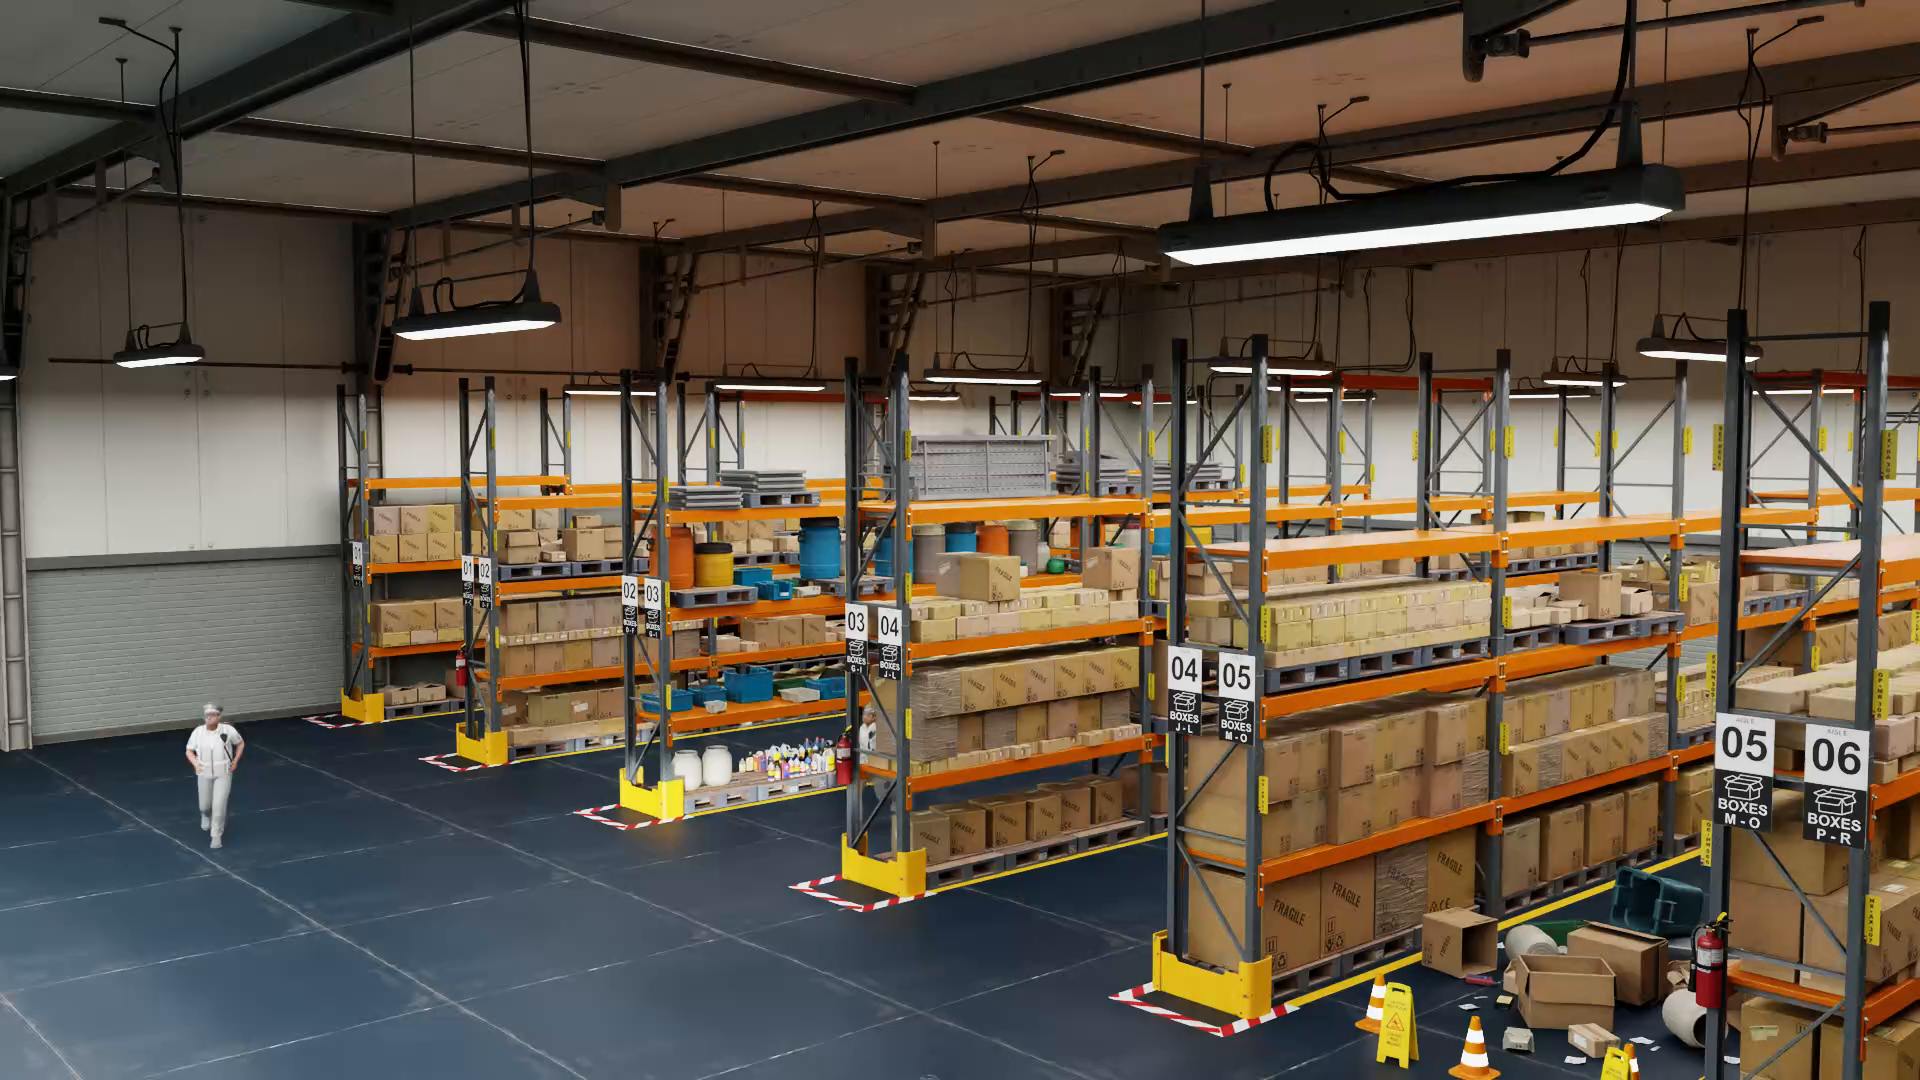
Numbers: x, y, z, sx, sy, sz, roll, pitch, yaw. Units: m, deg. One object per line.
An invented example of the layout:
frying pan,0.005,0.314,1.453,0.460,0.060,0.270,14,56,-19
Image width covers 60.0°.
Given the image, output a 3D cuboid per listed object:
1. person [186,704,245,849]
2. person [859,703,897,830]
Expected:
person,-9.360,2.928,20.922,0.670,1.778,0.834,-1,4,-17
person,-1.124,2.942,21.473,0.592,1.694,1.001,2,5,34
